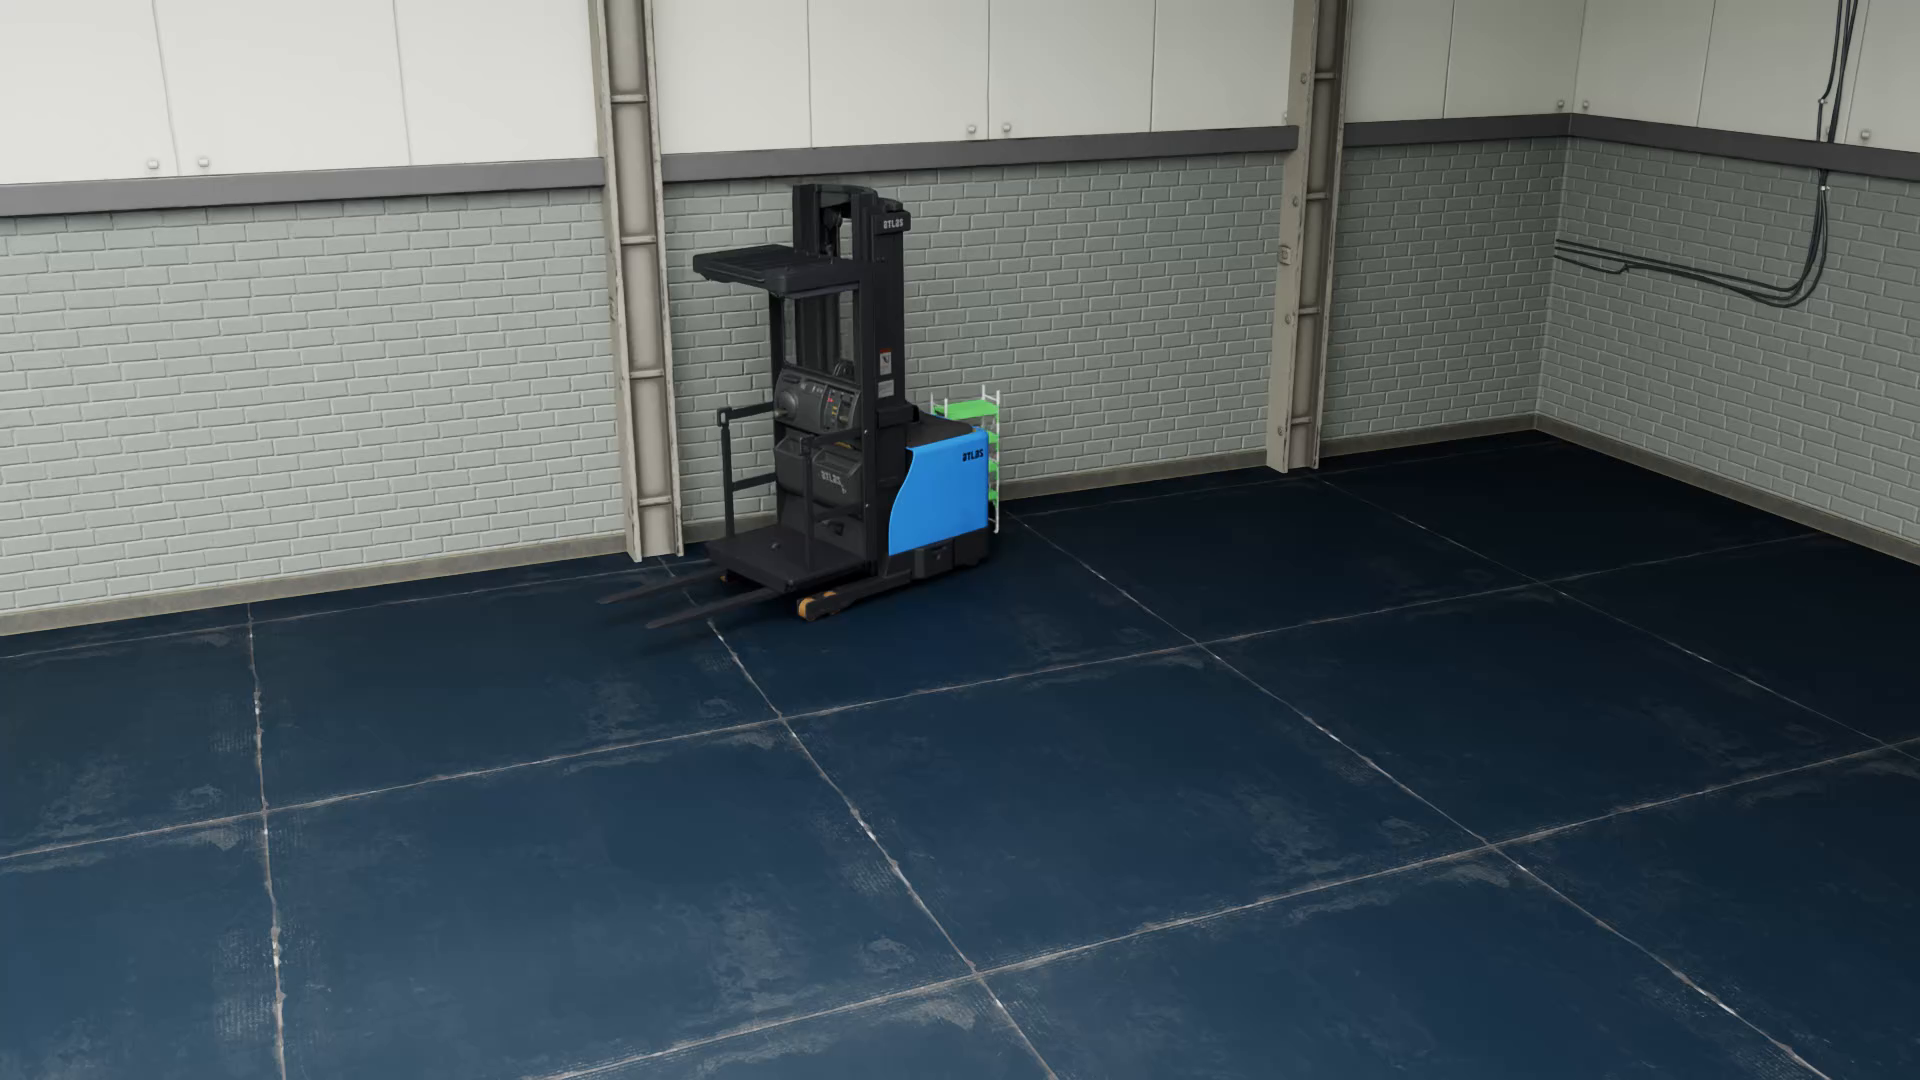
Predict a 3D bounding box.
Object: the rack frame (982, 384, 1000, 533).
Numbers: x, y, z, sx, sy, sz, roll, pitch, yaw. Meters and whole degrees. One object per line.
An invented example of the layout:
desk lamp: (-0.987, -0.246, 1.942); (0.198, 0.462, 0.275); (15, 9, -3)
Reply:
rack frame: (0.248, -0.661, 13.593); (0.015, 1.200, 0.240); (-11, 22, -29)

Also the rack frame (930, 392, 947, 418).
rack frame: (-0.169, -0.577, 13.354); (0.015, 1.200, 0.240); (-11, 22, -29)

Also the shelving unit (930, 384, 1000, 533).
shelving unit: (0.040, -0.619, 13.474); (0.503, 1.200, 0.258); (-11, 22, -29)

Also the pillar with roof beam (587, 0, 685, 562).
pillar with roof beam: (-0.719, -2.830, 8.010); (0.400, 9.000, 9.100); (-8, 21, -22)

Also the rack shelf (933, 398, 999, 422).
rack shelf: (0.040, -1.012, 13.336); (0.480, 0.148, 0.258); (-11, 22, -29)

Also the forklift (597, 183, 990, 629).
forklift: (-1.196, -0.998, 11.944); (3.031, 2.935, 1.130); (-17, 25, -39)

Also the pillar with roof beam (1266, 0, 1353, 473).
pillar with roof beam: (4.790, -3.619, 10.252); (0.400, 9.000, 9.100); (-8, 21, -22)

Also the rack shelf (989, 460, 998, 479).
rack shelf: (0.040, -0.559, 13.495); (0.480, 0.148, 0.258); (-11, 22, -29)

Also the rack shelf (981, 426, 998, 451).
rack shelf: (0.040, -0.785, 13.415); (0.480, 0.148, 0.258); (-11, 22, -29)

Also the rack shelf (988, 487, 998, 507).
rack shelf: (0.040, -0.333, 13.575); (0.480, 0.148, 0.258); (-11, 22, -29)

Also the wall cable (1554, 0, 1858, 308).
wall cable: (6.314, -3.452, 14.451); (0.112, 2.526, 3.097); (-8, 21, -22)
